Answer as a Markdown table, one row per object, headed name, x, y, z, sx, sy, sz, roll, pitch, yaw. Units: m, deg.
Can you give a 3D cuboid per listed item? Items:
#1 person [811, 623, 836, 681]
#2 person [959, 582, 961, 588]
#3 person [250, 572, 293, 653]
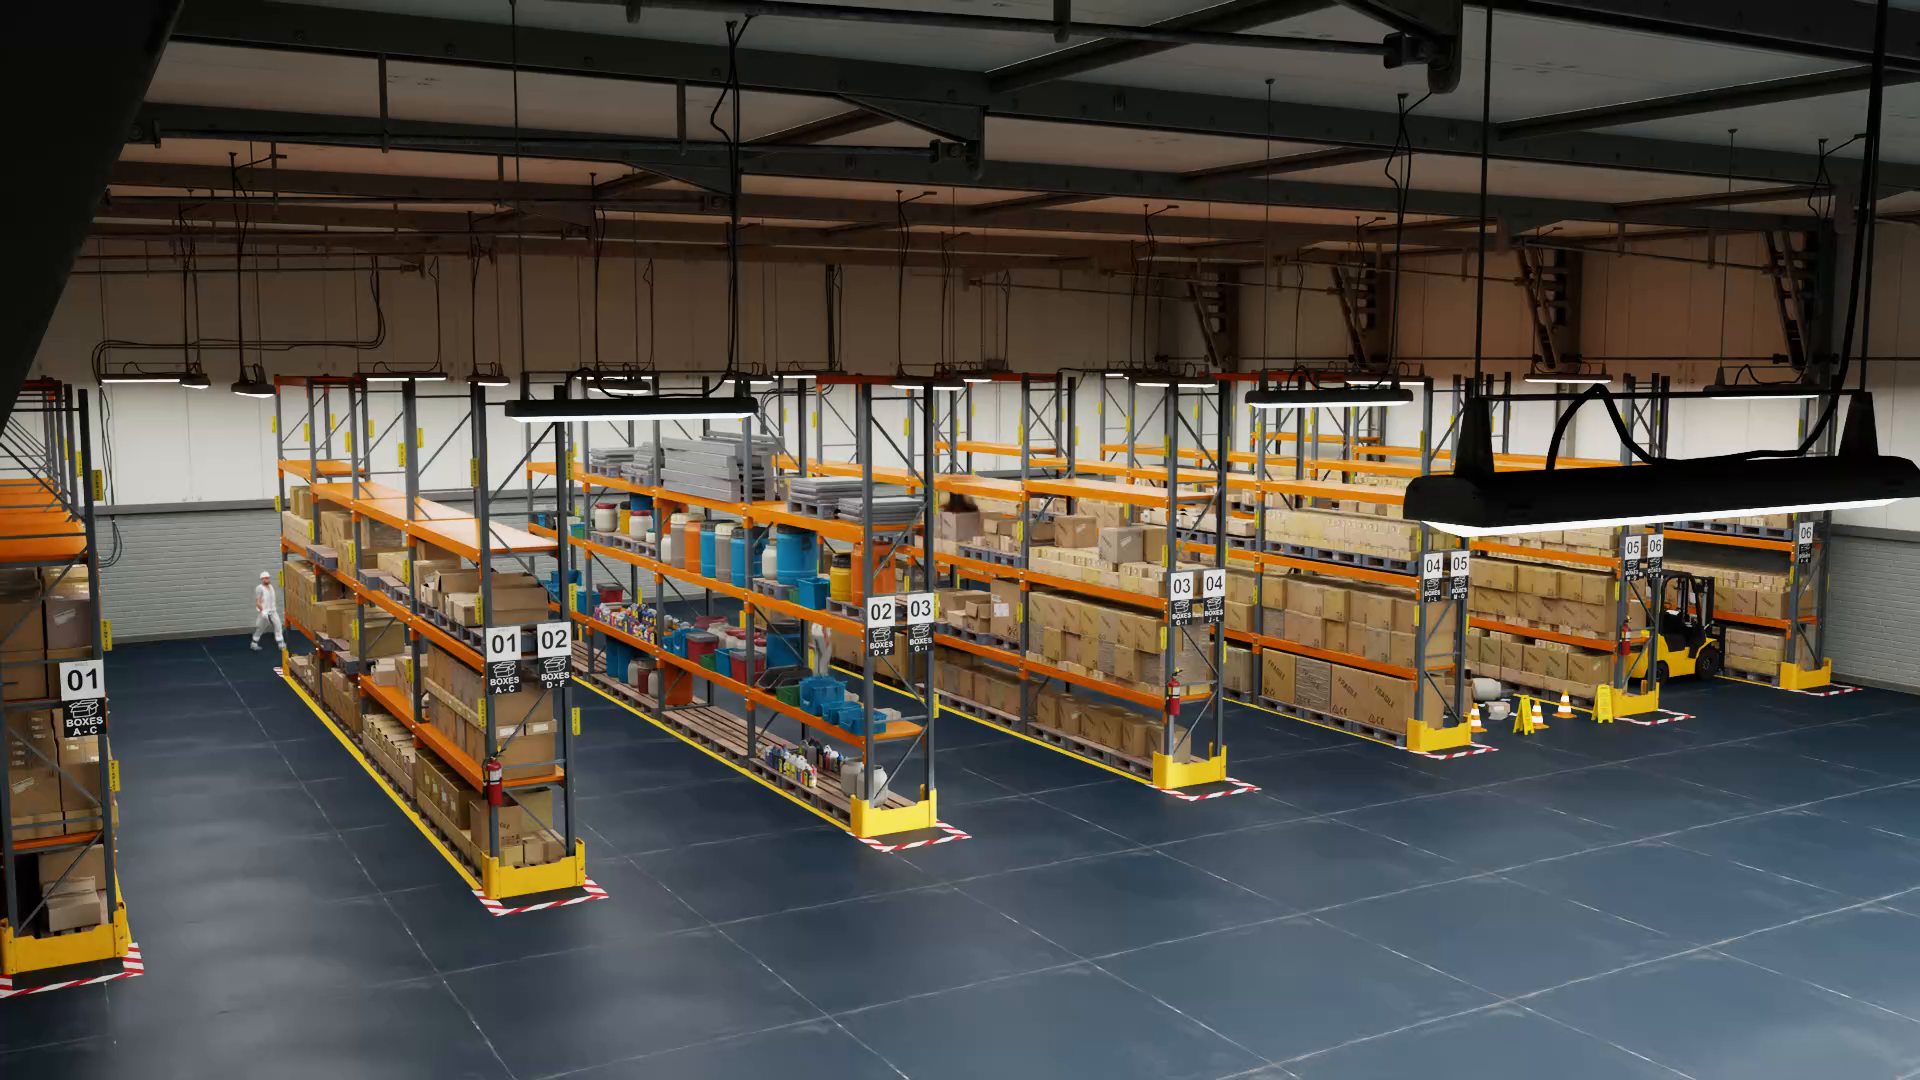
| name | x | y | z | sx | sy | sz | roll | pitch | yaw |
| --- | --- | --- | --- | --- | --- | --- | --- | --- | --- |
| person | -2.666 | 1.845 | 32.115 | 0.406 | 1.777 | 0.657 | -3 | 7 | -27 |
| person | -0.089 | 1.670 | 35.062 | 0.352 | 1.646 | 0.528 | -2 | 7 | -21 |
| person | -14.837 | 1.550 | 35.722 | 1.013 | 1.748 | 0.596 | 3 | 7 | 28 |
